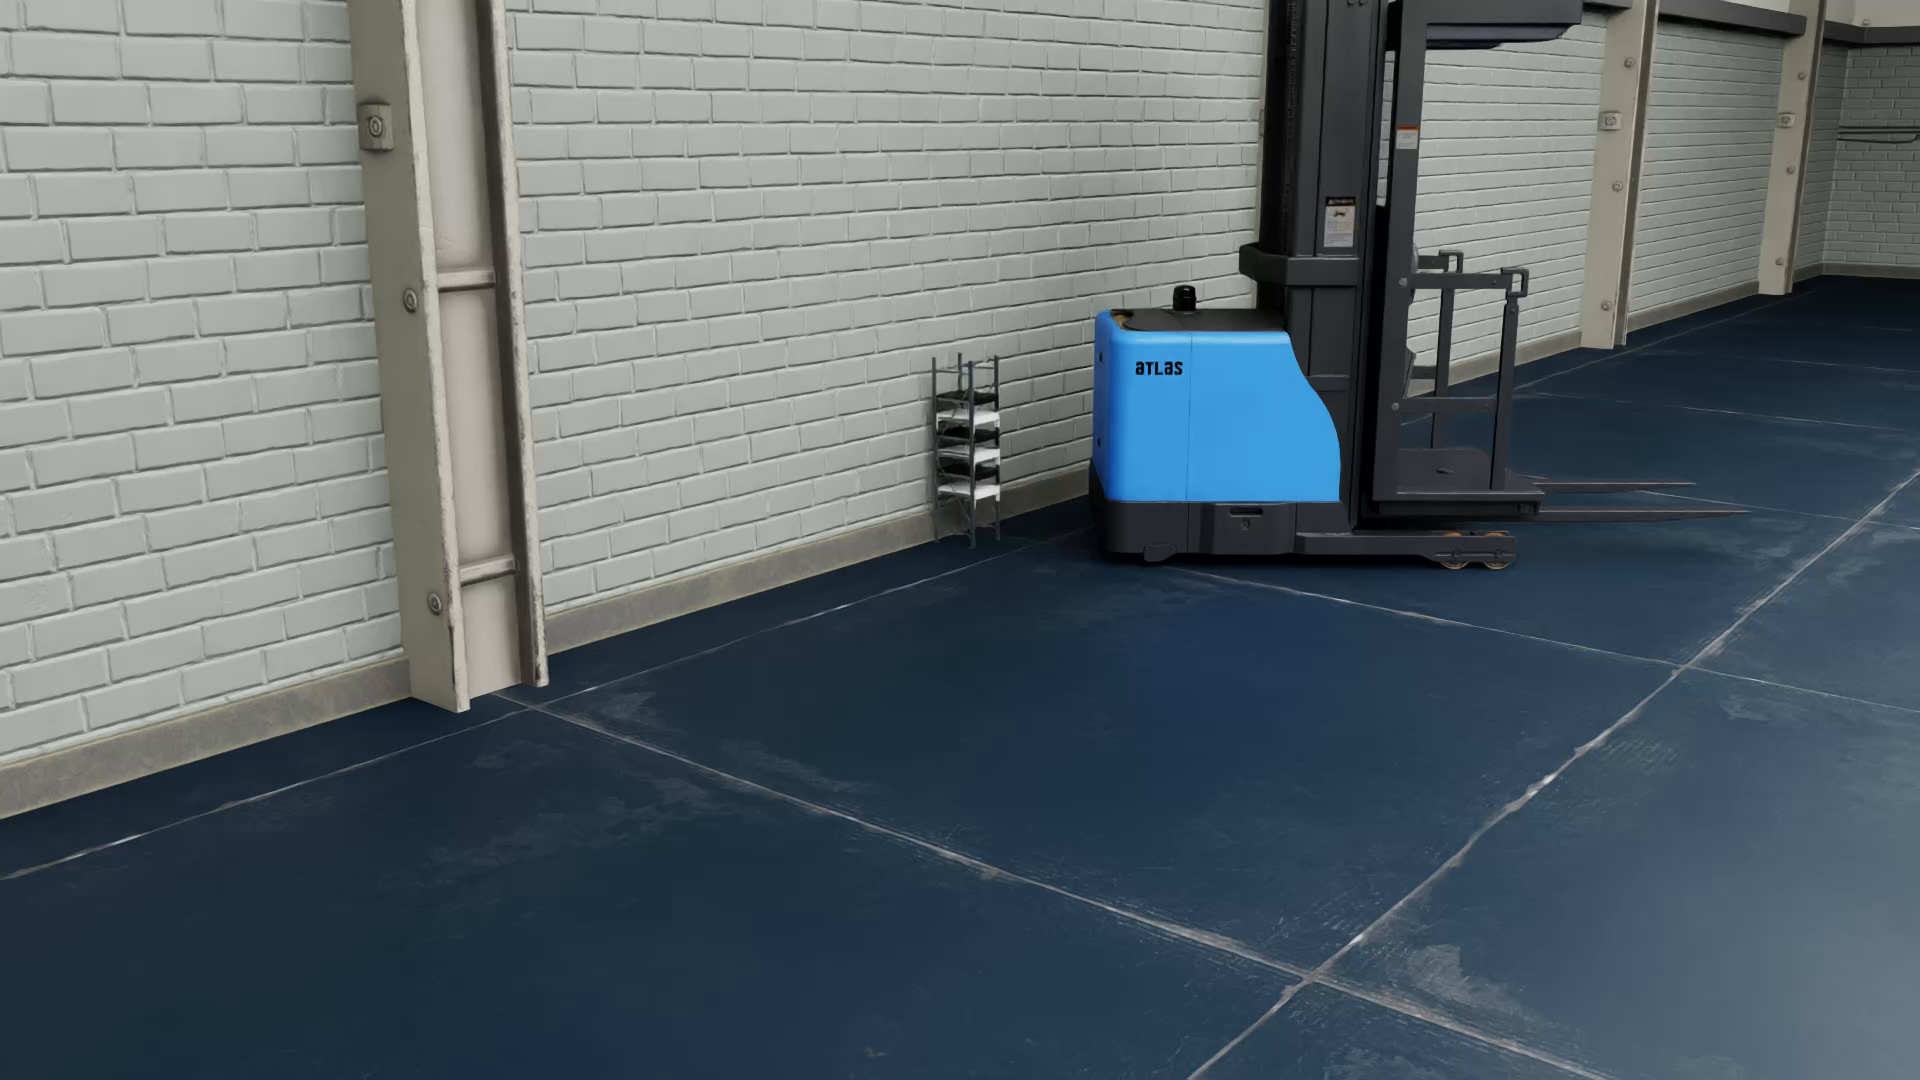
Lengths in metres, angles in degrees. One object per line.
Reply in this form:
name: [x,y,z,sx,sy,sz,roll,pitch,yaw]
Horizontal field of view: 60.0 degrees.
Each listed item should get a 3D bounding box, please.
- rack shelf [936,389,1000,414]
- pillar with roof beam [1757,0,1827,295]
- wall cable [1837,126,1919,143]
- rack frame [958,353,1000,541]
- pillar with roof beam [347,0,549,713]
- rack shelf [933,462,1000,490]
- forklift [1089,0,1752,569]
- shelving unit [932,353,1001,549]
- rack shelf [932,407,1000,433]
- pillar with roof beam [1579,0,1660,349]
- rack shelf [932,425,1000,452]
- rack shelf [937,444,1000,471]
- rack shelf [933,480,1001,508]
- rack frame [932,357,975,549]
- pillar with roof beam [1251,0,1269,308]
rack shelf: [0.027,-0.661,7.925,0.258,0.077,0.200,9,17,36]
pillar with roof beam: [12.924,-6.605,15.845,9.100,9.000,0.400,11,18,38]
wall cable: [12.455,-6.125,20.265,3.097,2.526,0.112,11,18,38]
rack frame: [0.092,-0.451,8.059,0.240,0.900,0.006,9,17,36]
pillar with roof beam: [1.610,-3.157,2.275,9.100,9.000,0.400,11,18,38]
rack shelf: [0.032,-0.311,8.010,0.258,0.077,0.200,9,17,36]
forklift: [2.173,-1.419,7.756,3.031,2.935,1.130,0,14,0]
shelving unit: [0.031,-0.431,7.981,0.258,0.900,0.210,9,17,36]
rack shelf: [0.029,-0.573,7.946,0.258,0.077,0.200,9,17,36]
pillar with roof beam: [9.152,-5.456,11.322,9.100,9.000,0.400,11,18,38]
rack shelf: [0.030,-0.486,7.967,0.258,0.077,0.200,9,17,36]
rack shelf: [0.031,-0.398,7.989,0.258,0.077,0.200,9,17,36]
rack shelf: [0.034,-0.223,8.031,0.258,0.077,0.200,9,17,36]
rack frame: [-0.031,-0.411,7.902,0.240,0.900,0.006,9,17,36]
pillar with roof beam: [5.381,-4.306,6.799,9.100,9.000,0.400,11,18,38]
